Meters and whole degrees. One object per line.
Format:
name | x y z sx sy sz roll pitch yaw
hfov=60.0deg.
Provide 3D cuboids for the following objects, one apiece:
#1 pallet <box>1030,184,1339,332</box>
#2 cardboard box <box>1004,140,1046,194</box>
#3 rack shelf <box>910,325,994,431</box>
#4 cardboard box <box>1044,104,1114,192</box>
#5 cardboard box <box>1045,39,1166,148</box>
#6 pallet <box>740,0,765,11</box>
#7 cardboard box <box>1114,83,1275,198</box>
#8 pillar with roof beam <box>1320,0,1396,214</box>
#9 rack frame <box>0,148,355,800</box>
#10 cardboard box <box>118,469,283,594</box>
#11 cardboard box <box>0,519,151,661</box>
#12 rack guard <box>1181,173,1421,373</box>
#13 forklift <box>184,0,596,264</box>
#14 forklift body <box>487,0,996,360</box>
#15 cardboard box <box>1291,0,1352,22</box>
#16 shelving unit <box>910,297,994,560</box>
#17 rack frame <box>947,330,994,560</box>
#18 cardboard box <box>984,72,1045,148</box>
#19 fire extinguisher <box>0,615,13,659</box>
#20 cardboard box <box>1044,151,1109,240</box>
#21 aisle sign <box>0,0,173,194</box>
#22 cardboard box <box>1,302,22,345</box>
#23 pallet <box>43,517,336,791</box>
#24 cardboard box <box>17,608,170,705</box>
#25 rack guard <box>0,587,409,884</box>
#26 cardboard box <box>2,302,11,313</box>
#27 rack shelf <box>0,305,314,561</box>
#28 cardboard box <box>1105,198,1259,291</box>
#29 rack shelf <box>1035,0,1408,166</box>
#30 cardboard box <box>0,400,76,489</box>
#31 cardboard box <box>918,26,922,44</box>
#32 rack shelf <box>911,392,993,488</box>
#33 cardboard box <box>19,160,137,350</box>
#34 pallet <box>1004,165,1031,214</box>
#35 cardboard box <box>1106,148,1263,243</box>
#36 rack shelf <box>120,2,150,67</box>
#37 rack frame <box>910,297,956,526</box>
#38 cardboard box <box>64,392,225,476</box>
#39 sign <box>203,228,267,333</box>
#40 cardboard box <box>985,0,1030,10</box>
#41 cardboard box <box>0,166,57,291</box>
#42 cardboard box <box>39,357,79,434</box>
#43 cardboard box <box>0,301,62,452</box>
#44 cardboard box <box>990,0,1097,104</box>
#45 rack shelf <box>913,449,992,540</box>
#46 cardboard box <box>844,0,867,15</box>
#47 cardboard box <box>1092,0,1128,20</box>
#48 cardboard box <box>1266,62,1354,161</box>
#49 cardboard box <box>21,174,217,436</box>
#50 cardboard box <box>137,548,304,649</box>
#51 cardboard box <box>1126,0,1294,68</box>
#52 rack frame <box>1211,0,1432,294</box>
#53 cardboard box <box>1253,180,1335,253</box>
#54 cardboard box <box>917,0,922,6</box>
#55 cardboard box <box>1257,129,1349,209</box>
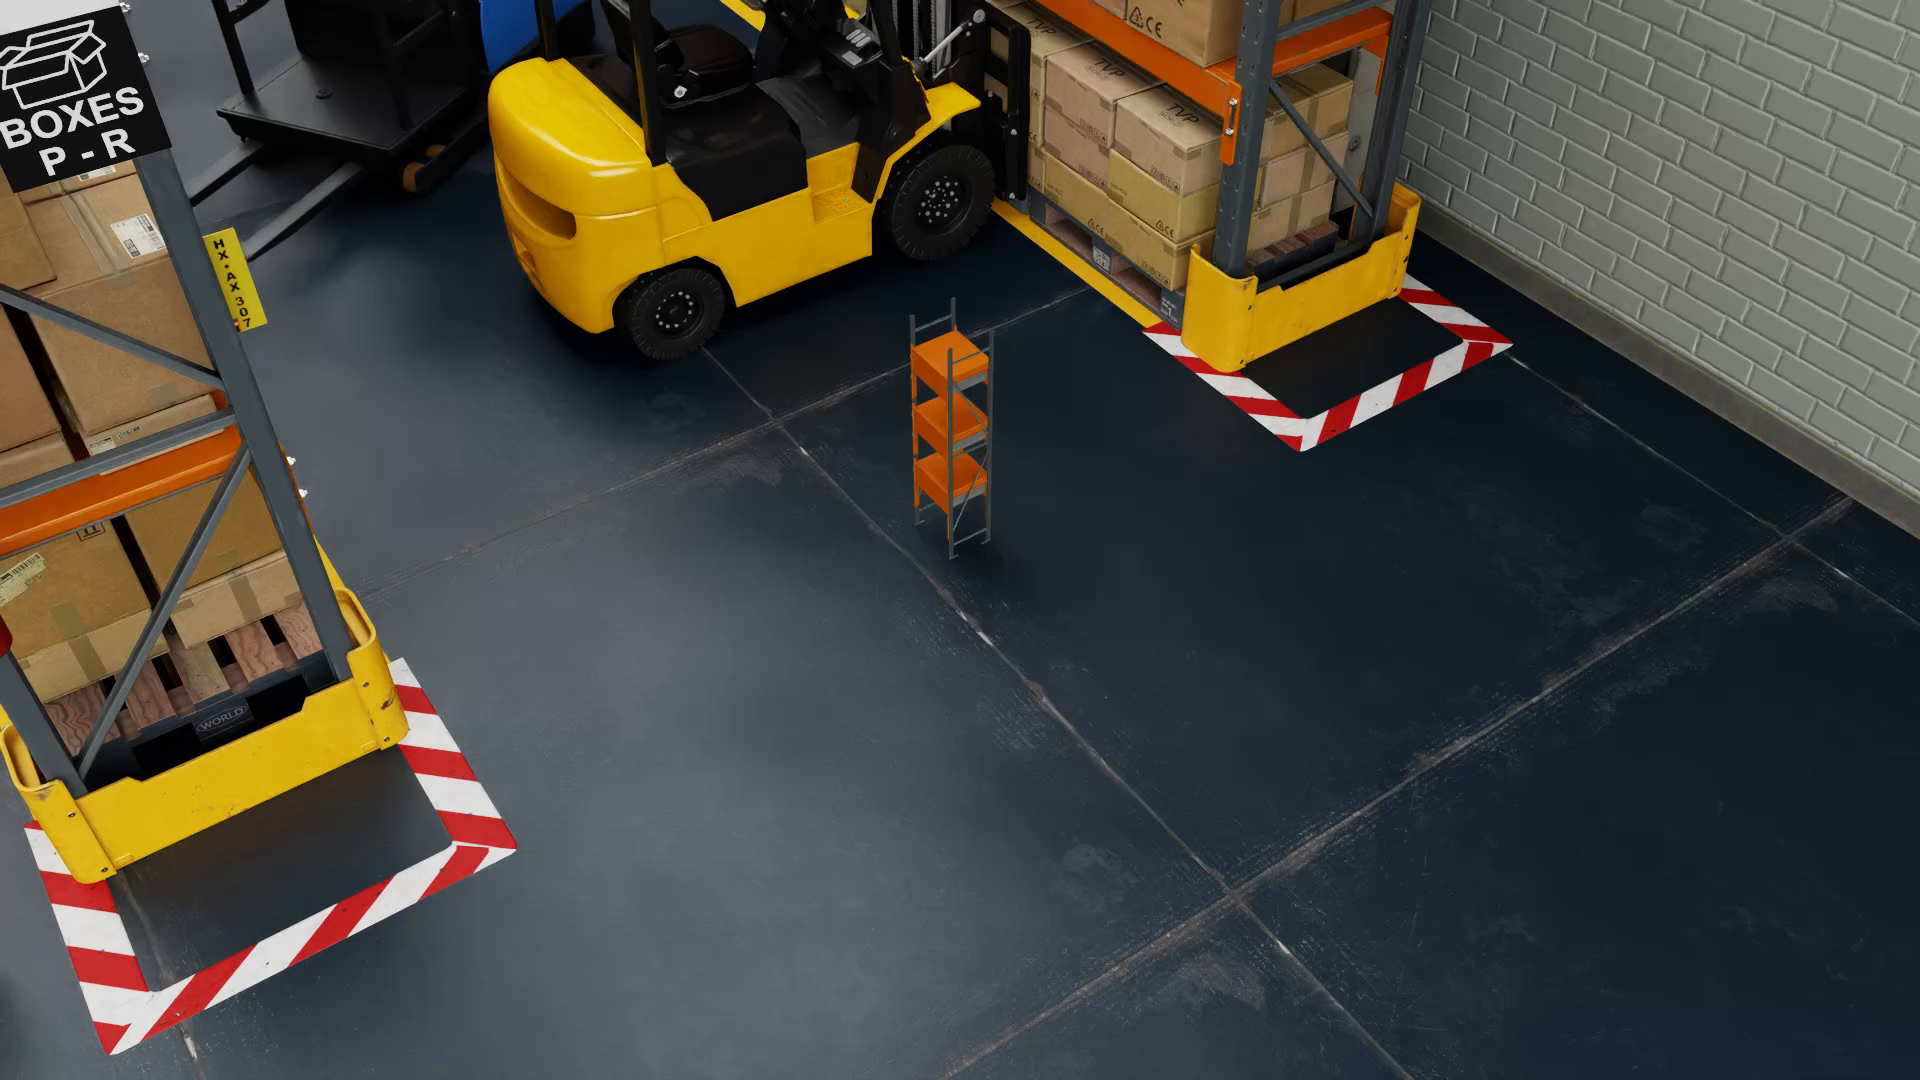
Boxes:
pallet | 1.091 -1.575 8.247 1.003 0.211 1.213 -26 49 -24
cardboard box | 0.479 -2.038 8.400 0.500 0.250 0.500 -25 49 -24
rack shelf | -0.031 -0.608 6.231 0.215 0.259 0.240 -26 49 -24
cardboard box | 0.750 -1.946 7.941 0.500 0.250 0.500 -26 50 -25
cardboard box | 0.747 -2.111 7.752 0.500 0.250 0.500 -25 49 -24
pallet | -1.179 -3.826 10.605 1.003 0.211 1.213 -26 49 -24
cardboard box | 1.044 -1.824 7.451 0.500 0.250 0.500 -24 49 -23
pillar with roof beam | -1.627 -3.387 3.781 9.100 9.000 0.400 -26 49 -24
rack frame | -2.506 -0.205 4.792 1.000 3.000 0.127 -26 49 -24
cardboard box | -2.755 -0.212 5.944 0.500 0.500 0.500 -27 50 -26
cardboard box | -3.179 0.016 5.705 0.500 0.500 0.500 -25 49 -24
rack guard | 1.577 -1.250 7.697 1.175 0.500 0.348 -26 49 -24
forklift | -3.157 -3.180 7.959 1.130 2.935 3.031 15 46 16
forklift body | -1.018 -2.214 7.511 2.313 2.155 1.214 -26 49 -24
cardboard box | 1.507 -2.594 7.222 0.500 0.500 0.500 -24 49 -23
shelving unit | -0.031 -0.410 6.419 0.215 1.050 0.252 -26 49 -24
rack frame | 0.039 -0.341 6.347 0.200 1.050 0.008 -26 49 -24
cardboard box | 0.437 -2.230 8.239 0.500 0.250 0.500 -27 50 -25
fire extinguisher | -2.819 0.070 4.560 0.296 0.674 0.183 -26 49 -24
cardboard box | 0.758 -1.751 8.100 0.500 0.250 0.500 -26 49 -24
aisle sign | -2.217 -1.232 3.986 0.394 0.787 0.004 -26 49 -24
cardboard box | -3.325 -0.832 5.162 0.500 0.500 0.500 -26 49 -24
pallet | -2.986 0.287 6.297 1.003 0.211 1.213 -26 49 -24
cardboard box | -3.203 0.273 5.979 0.500 0.250 0.500 -26 49 -25
rack guard | -2.550 0.657 5.700 1.175 0.500 0.348 -26 49 -24
cardboard box | -3.464 -0.829 5.628 0.380 0.149 0.250 -25 49 -24
rack shelf | -3.650 -1.077 6.227 1.077 0.370 4.000 -26 49 -24
cardboard box | 1.035 -1.466 7.801 0.500 0.250 0.500 -25 49 -24
rack shelf | 0.419 -3.040 8.283 1.077 0.370 4.000 -26 49 -24
cardboard box | -2.896 -0.241 5.012 0.380 0.149 0.250 -24 49 -23
cardboard box | -0.134 -2.801 8.837 0.500 0.250 0.500 -26 50 -25
rack shelf | -0.031 -0.402 6.427 0.215 0.259 0.240 -26 49 -24
cardboard box | -2.849 -1.018 5.356 0.500 0.500 0.500 -24 49 -23
pallet | 0.397 -2.266 8.970 1.003 0.211 1.213 -26 49 -24
cardboard box | 1.028 -1.658 7.639 0.500 0.250 0.500 -26 50 -25
rack shelf | -3.650 -2.162 5.191 1.077 0.370 4.000 -26 49 -24
rack frame | -0.100 -0.479 6.492 0.200 1.050 0.008 -26 49 -24
cardboard box | -2.531 -0.388 5.166 0.380 0.149 0.250 -26 49 -24
sign | -2.061 -0.732 4.718 0.100 0.325 0.005 -26 49 -24
cardboard box | 0.166 -2.683 8.351 0.500 0.250 0.500 -27 50 -25
cardboard box | -2.978 -0.913 4.522 0.700 0.500 0.500 -27 50 -25
cardboard box | -2.687 -0.525 5.310 0.380 0.149 0.250 -25 49 -24
cardboard box | -3.043 -0.547 4.863 0.500 0.500 0.500 -27 50 -25
cardboard box | 0.450 -2.393 8.047 0.500 0.250 0.500 -25 49 -24
rack shelf | -0.031 -0.201 6.618 0.215 0.259 0.240 -26 49 -24
cardboard box | -0.412 -3.091 9.140 0.500 0.250 0.500 -26 49 -25
cardboard box | 0.777 -2.676 7.309 0.500 0.500 0.500 -24 49 -23
cardboard box | 1.443 -2.033 7.671 0.500 0.250 0.500 -26 50 -25
cardboard box | -2.550 -0.726 5.050 0.500 0.500 0.500 -26 50 -25
cardboard box | -2.741 0.072 6.189 0.500 0.250 0.500 -26 49 -25
cardboard box | 1.066 -2.379 6.997 0.500 0.500 0.500 -27 50 -25
rack frame | 1.563 -2.167 6.848 1.000 3.000 0.127 -26 49 -24
cardboard box | 1.442 -1.680 8.025 0.500 0.250 0.500 -26 49 -24
cardboard box | -0.128 -2.983 8.666 0.500 0.250 0.500 -24 49 -23
cardboard box | 1.464 -1.854 7.845 0.500 0.250 0.500 -25 49 -24
